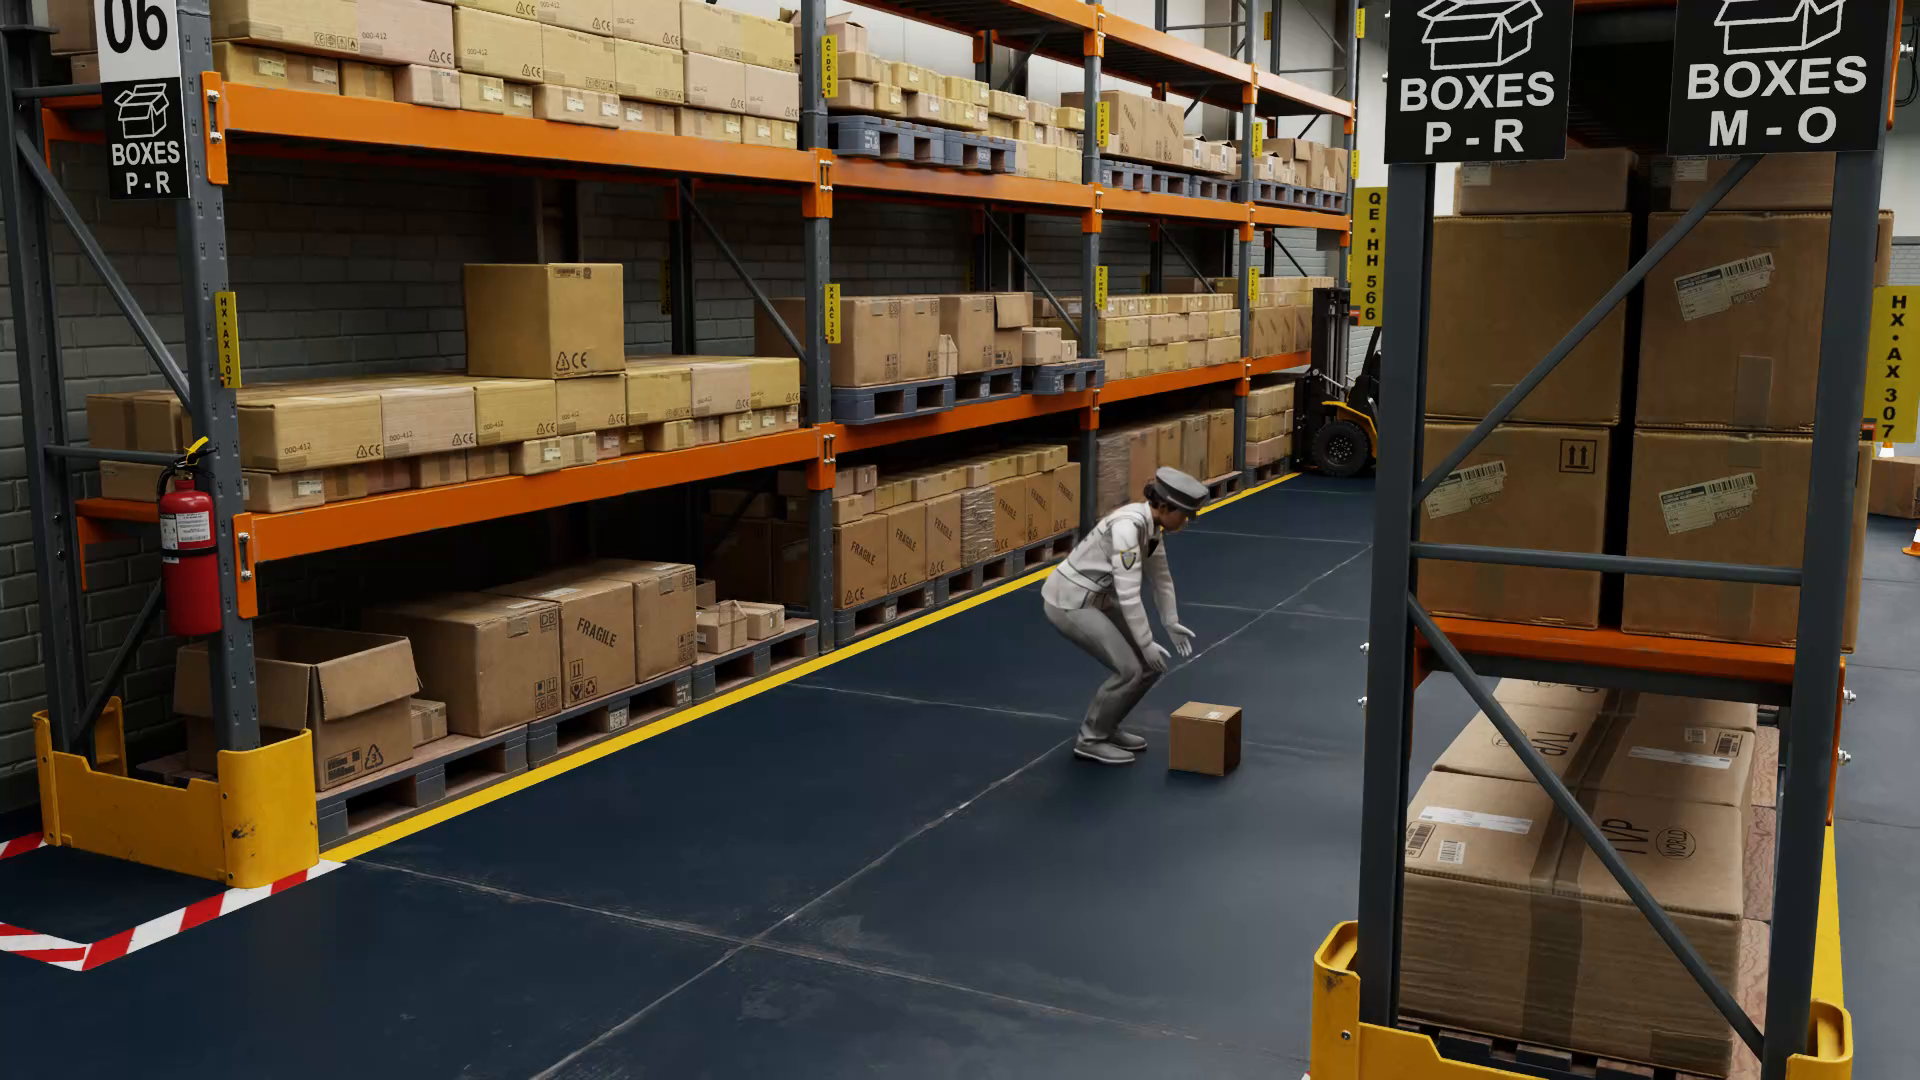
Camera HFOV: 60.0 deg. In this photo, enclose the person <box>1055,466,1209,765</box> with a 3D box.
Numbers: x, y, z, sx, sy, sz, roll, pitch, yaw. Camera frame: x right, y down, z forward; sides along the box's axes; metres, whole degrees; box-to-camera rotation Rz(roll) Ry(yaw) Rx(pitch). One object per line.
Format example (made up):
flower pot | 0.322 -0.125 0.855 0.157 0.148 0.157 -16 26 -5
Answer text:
person | 0.775 0.329 7.440 0.656 1.320 0.391 5 10 26
